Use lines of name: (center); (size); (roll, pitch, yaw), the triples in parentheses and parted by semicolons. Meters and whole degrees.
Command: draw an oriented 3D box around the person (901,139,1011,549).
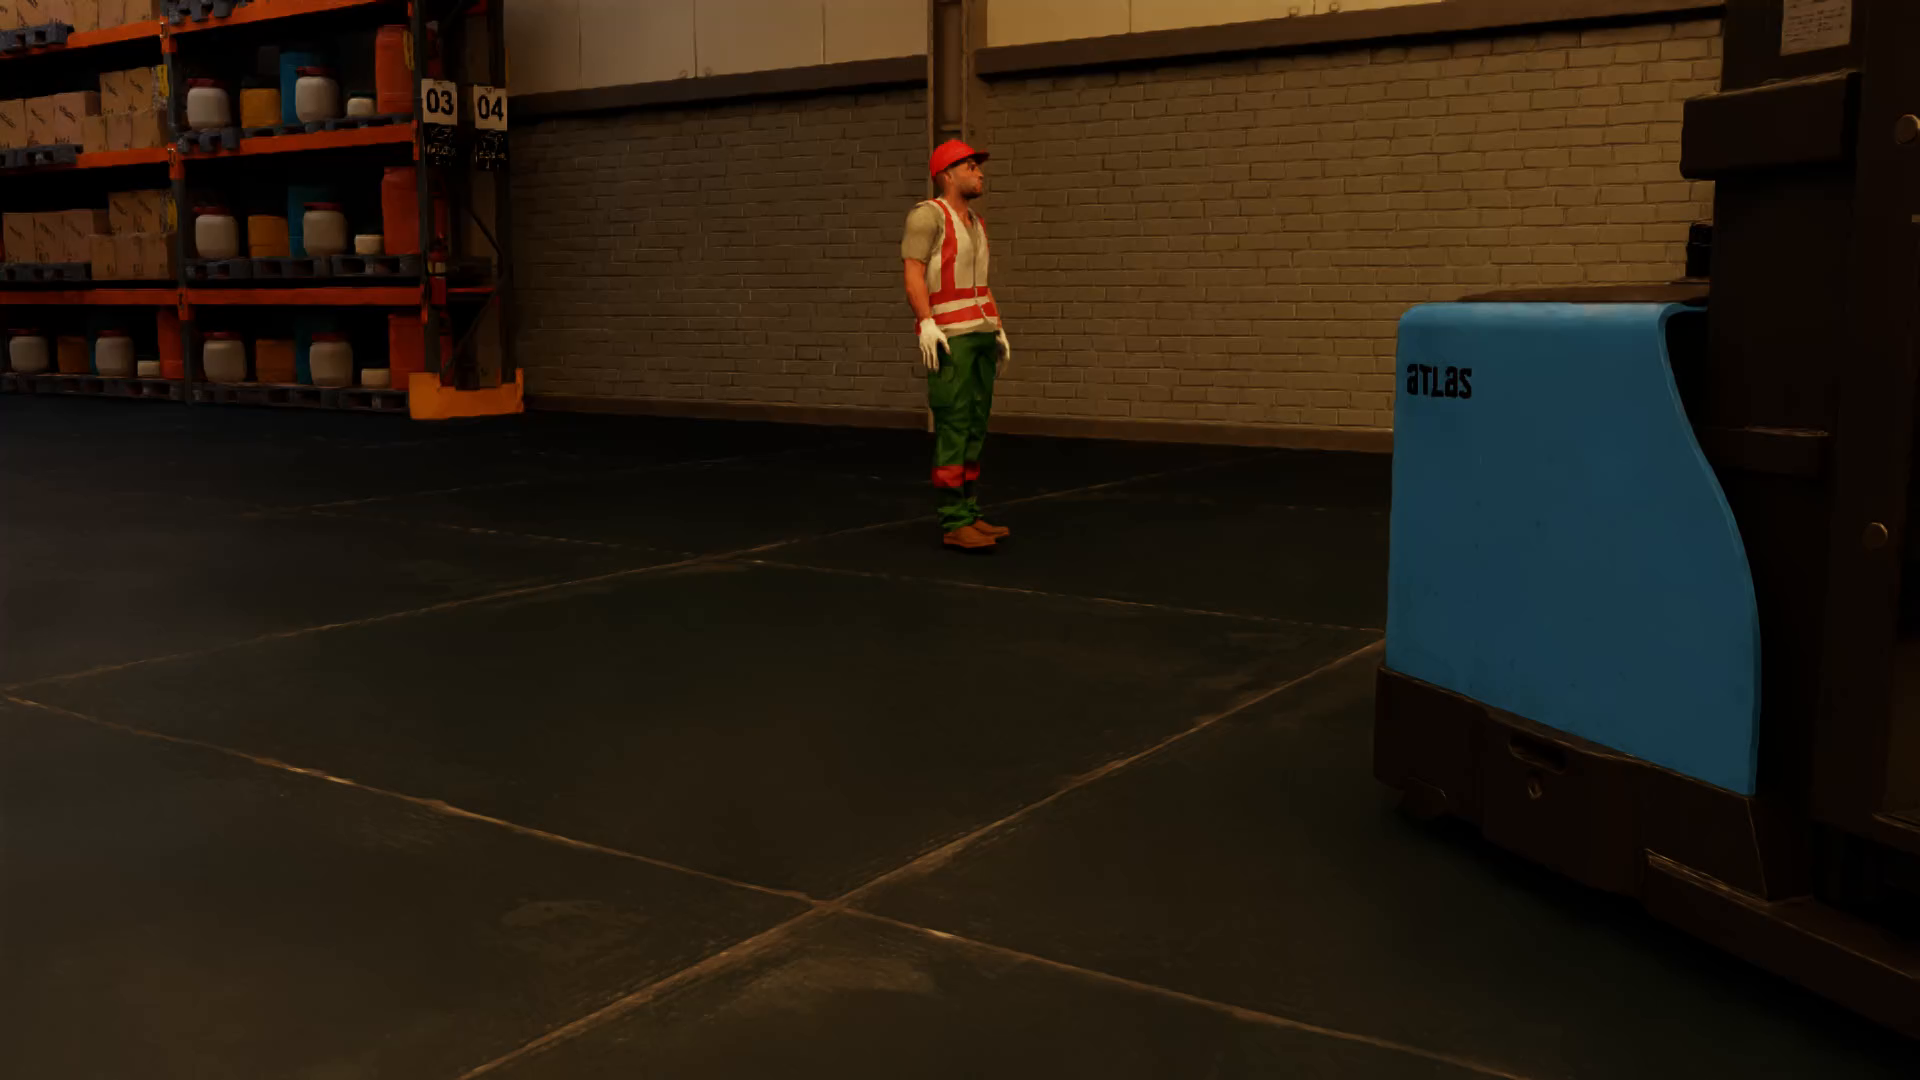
person: (0.060, -0.885, 7.423); (0.563, 1.787, 0.637); (5, 10, 34)

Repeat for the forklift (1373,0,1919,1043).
forklift: (1.858, -0.708, 2.172); (1.130, 2.935, 3.031); (-3, 9, -20)
